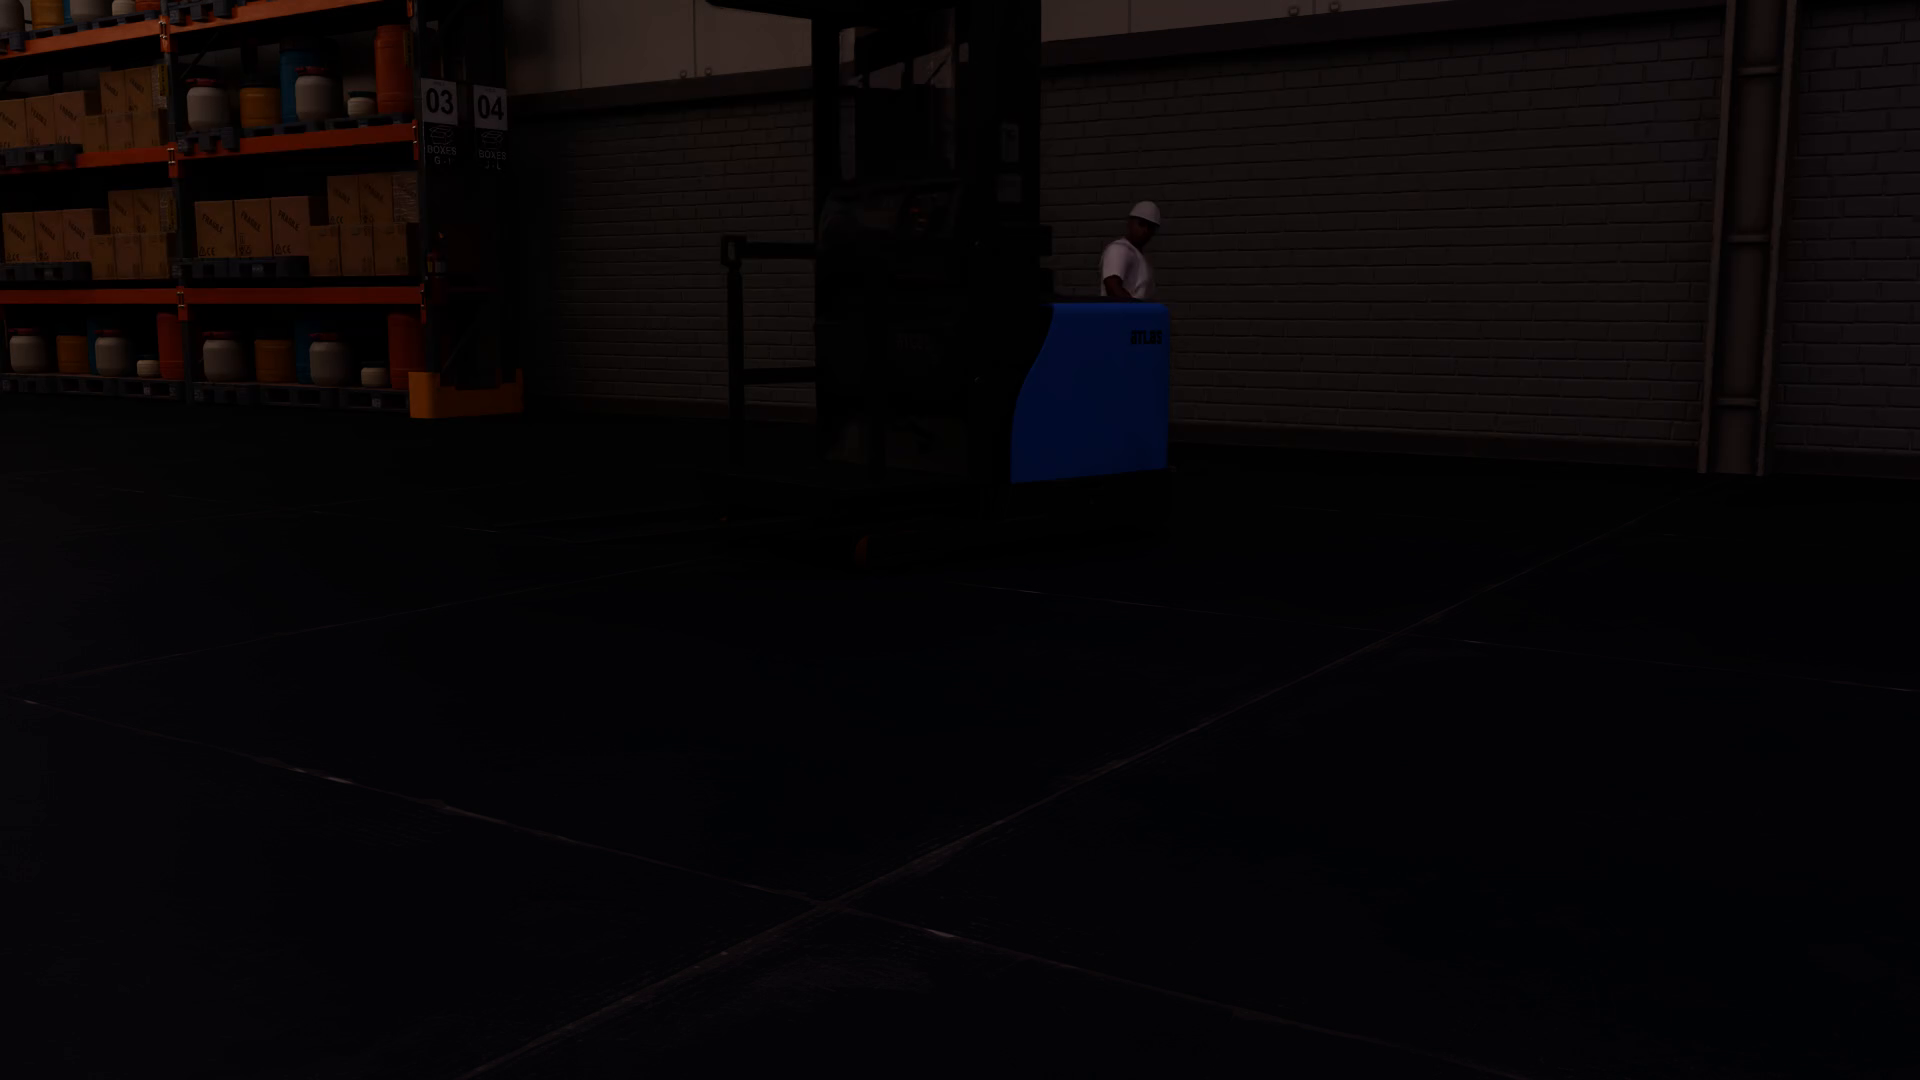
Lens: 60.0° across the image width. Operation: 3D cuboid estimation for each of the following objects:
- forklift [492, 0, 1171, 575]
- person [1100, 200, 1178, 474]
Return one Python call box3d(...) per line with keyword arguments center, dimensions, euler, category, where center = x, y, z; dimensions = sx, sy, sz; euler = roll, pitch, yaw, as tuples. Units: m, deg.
box3d(center=(-0.457, -1.394, 6.997), dimensions=(3.031, 2.935, 1.130), euler=(-7, 11, -41), category="forklift")
box3d(center=(1.132, -1.275, 10.514), dimensions=(0.516, 1.718, 0.791), euler=(1, 8, 7), category="person")
